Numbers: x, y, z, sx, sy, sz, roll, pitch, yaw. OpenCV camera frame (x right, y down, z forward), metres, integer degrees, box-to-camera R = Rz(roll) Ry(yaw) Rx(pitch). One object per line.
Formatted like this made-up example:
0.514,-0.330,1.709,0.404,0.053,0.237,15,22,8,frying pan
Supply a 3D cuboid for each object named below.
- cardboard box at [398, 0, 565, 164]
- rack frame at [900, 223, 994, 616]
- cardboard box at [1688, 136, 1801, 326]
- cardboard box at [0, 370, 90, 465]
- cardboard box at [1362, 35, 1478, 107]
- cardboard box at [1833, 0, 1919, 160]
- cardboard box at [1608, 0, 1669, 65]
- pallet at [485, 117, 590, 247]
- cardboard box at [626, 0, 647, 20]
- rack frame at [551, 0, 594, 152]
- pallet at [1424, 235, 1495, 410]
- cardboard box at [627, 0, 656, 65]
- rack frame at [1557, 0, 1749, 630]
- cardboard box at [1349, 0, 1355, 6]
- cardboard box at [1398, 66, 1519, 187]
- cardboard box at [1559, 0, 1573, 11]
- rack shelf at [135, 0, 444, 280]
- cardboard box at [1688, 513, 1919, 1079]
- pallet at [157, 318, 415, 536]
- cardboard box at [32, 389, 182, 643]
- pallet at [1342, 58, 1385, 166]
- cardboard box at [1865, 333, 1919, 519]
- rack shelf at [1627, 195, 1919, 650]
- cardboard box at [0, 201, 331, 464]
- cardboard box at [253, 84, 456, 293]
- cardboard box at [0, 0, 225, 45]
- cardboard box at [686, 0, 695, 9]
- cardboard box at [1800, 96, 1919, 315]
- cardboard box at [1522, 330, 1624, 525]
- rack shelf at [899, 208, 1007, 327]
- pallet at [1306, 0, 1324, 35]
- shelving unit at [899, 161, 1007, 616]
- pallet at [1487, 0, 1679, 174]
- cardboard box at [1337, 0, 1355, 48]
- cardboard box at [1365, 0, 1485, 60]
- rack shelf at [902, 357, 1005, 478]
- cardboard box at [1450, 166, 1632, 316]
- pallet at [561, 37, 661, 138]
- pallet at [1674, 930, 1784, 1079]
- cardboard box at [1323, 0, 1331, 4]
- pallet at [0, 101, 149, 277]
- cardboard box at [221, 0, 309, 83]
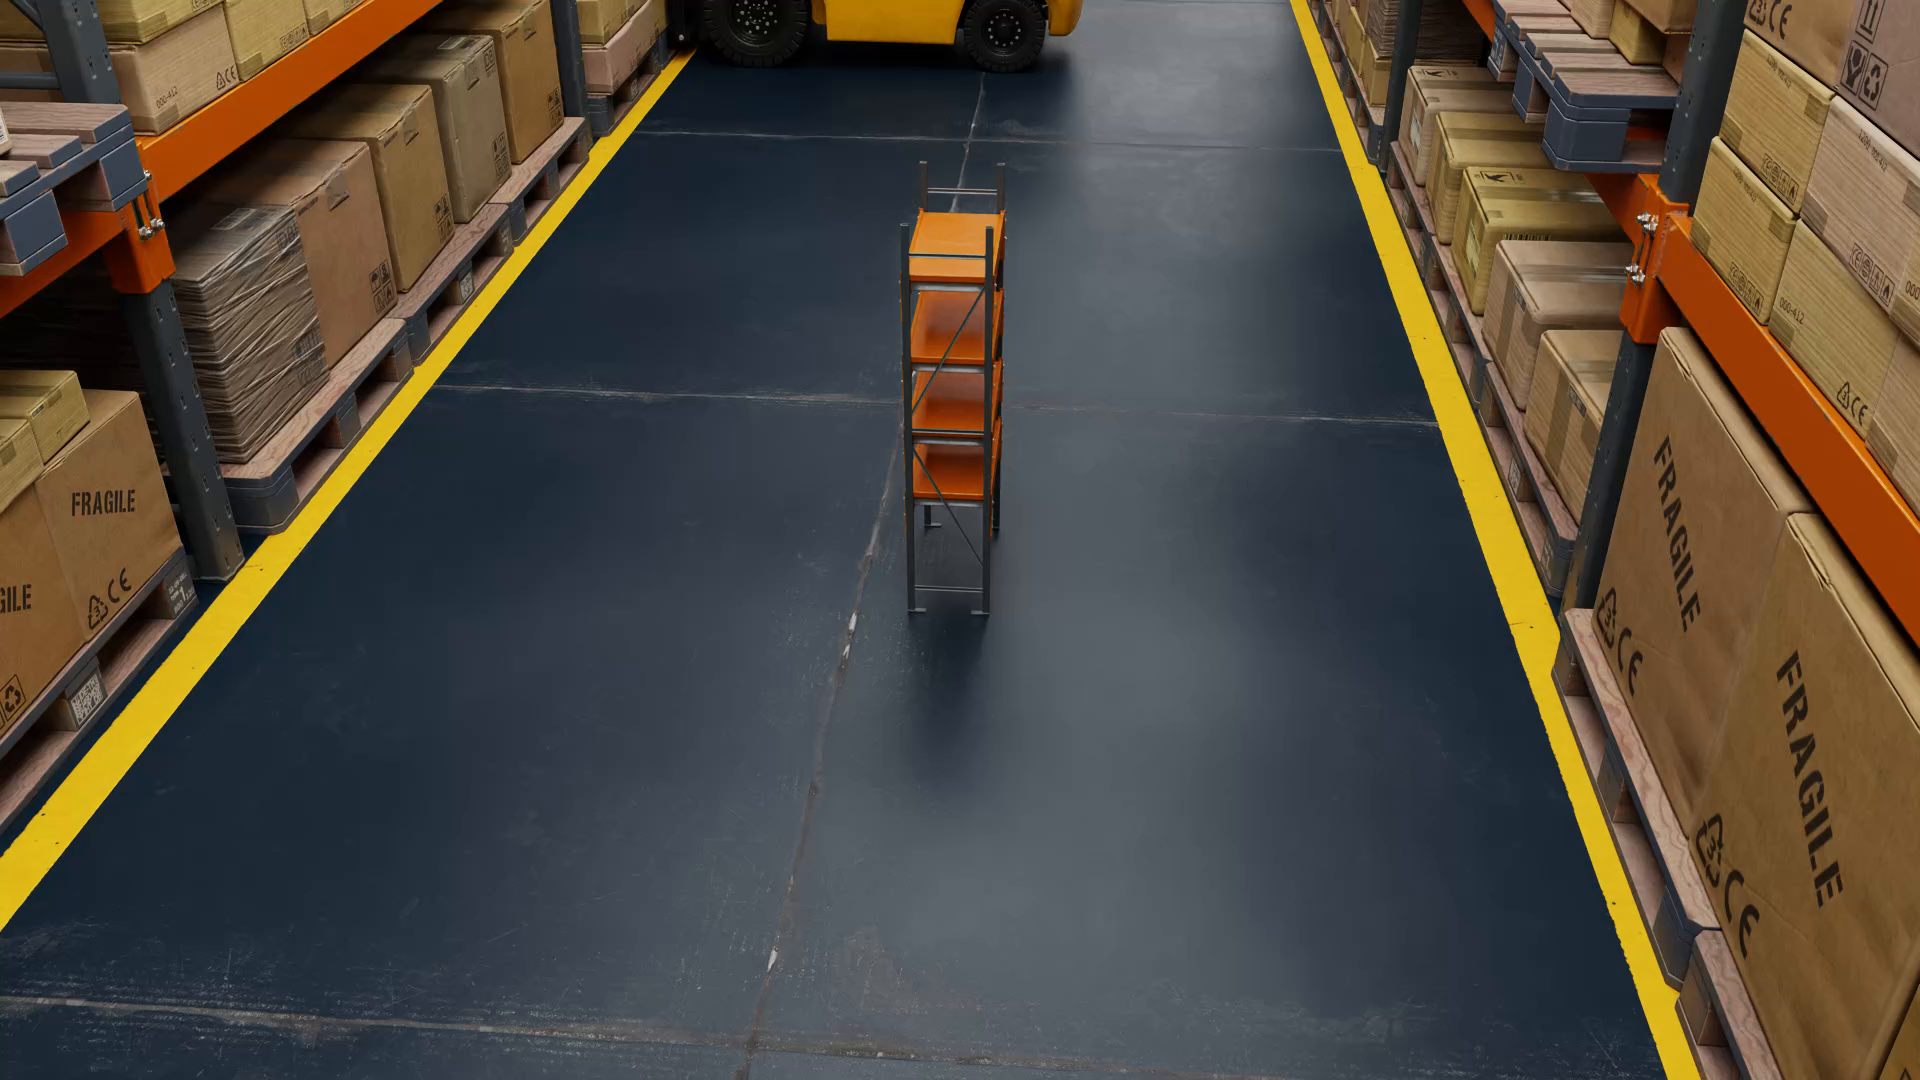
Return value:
-2.414,-2.183,7.796,0.875,0.625,0.625,4,32,6,cardboard box
-0.033,-0.297,4.588,0.240,1.200,0.015,2,32,4,rack frame
1.949,-0.678,3.634,0.500,0.250,0.500,2,32,3,cardboard box
-2.496,-0.319,4.272,0.380,0.149,0.250,1,32,2,cardboard box
2.345,-2.407,8.518,0.500,0.250,0.500,4,32,6,cardboard box
1.925,-0.948,2.880,0.500,0.500,0.500,3,32,4,cardboard box
1.981,-1.383,4.475,0.380,0.149,0.250,3,32,5,cardboard box
-2.403,-1.714,7.831,1.003,0.211,1.213,2,32,4,pallet
-1.996,-3.013,9.024,0.500,0.250,0.500,2,32,4,cardboard box
-2.382,-3.288,7.727,1.000,3.000,0.127,2,32,4,rack frame
2.407,-0.844,6.419,1.003,0.211,1.213,2,32,4,pallet
-1.987,-2.802,9.158,0.500,0.250,0.500,2,32,3,cardboard box
2.240,-0.987,3.992,1.000,3.000,0.127,2,32,4,rack frame
2.426,-3.260,9.186,0.500,0.500,0.500,4,32,7,cardboard box
2.525,-1.864,7.520,0.950,0.372,0.625,3,32,5,cardboard box
1.986,-1.648,4.905,0.380,0.149,0.250,1,32,2,cardboard box
-2.545,-1.936,6.219,1.077,0.370,4.000,2,32,4,rack shelf
2.024,0.563,3.103,0.875,0.875,0.875,3,32,5,cardboard box
-2.602,-0.439,5.760,1.003,0.211,1.213,2,32,4,pallet
-2.528,-0.081,4.505,0.500,0.500,0.500,3,32,5,cardboard box
2.585,-2.244,8.690,1.003,0.211,1.213,2,32,4,pallet
1.876,-0.134,2.752,0.500,0.250,0.500,3,32,6,cardboard box
2.077,0.365,2.484,1.077,0.370,4.000,2,32,4,rack shelf
-2.644,-0.690,5.374,0.875,0.625,0.625,3,32,6,cardboard box
-2.544,-1.384,6.500,0.875,0.625,0.625,1,32,2,cardboard box
-2.403,-1.566,4.599,0.500,0.250,0.500,2,32,4,cardboard box
-1.900,-3.336,10.024,0.500,0.250,0.500,3,32,6,cardboard box
1.909,-0.611,3.049,0.500,0.250,0.500,3,32,5,cardboard box
2.296,-0.342,5.050,0.950,0.372,0.625,0,32,1,cardboard box
-0.013,-0.759,4.589,0.258,0.148,0.480,2,32,4,rack shelf
2.783,-3.520,10.760,1.003,0.211,1.213,2,32,4,pallet
-0.013,-0.424,4.795,0.258,1.200,0.503,2,32,4,shelving unit
2.191,-1.282,4.655,1.213,0.211,1.003,2,32,4,pallet
2.425,-2.952,9.401,0.500,0.250,0.500,3,32,5,cardboard box
2.346,-2.727,8.321,0.500,0.500,0.500,2,32,3,cardboard box
-0.013,-0.367,4.830,0.258,0.148,0.480,2,32,4,rack shelf
2.415,-1.124,6.320,0.950,0.372,0.625,3,32,6,cardboard box
-2.276,-2.515,9.130,1.003,0.211,1.213,2,32,4,pallet
1.998,1.246,3.028,1.003,0.211,1.213,2,32,4,pallet
2.501,-3.502,10.293,0.500,0.250,0.500,4,32,6,cardboard box
-2.693,-0.758,3.803,1.213,0.211,1.003,2,32,4,pallet
-2.382,-1.617,5.158,0.500,0.250,0.500,2,32,3,cardboard box
